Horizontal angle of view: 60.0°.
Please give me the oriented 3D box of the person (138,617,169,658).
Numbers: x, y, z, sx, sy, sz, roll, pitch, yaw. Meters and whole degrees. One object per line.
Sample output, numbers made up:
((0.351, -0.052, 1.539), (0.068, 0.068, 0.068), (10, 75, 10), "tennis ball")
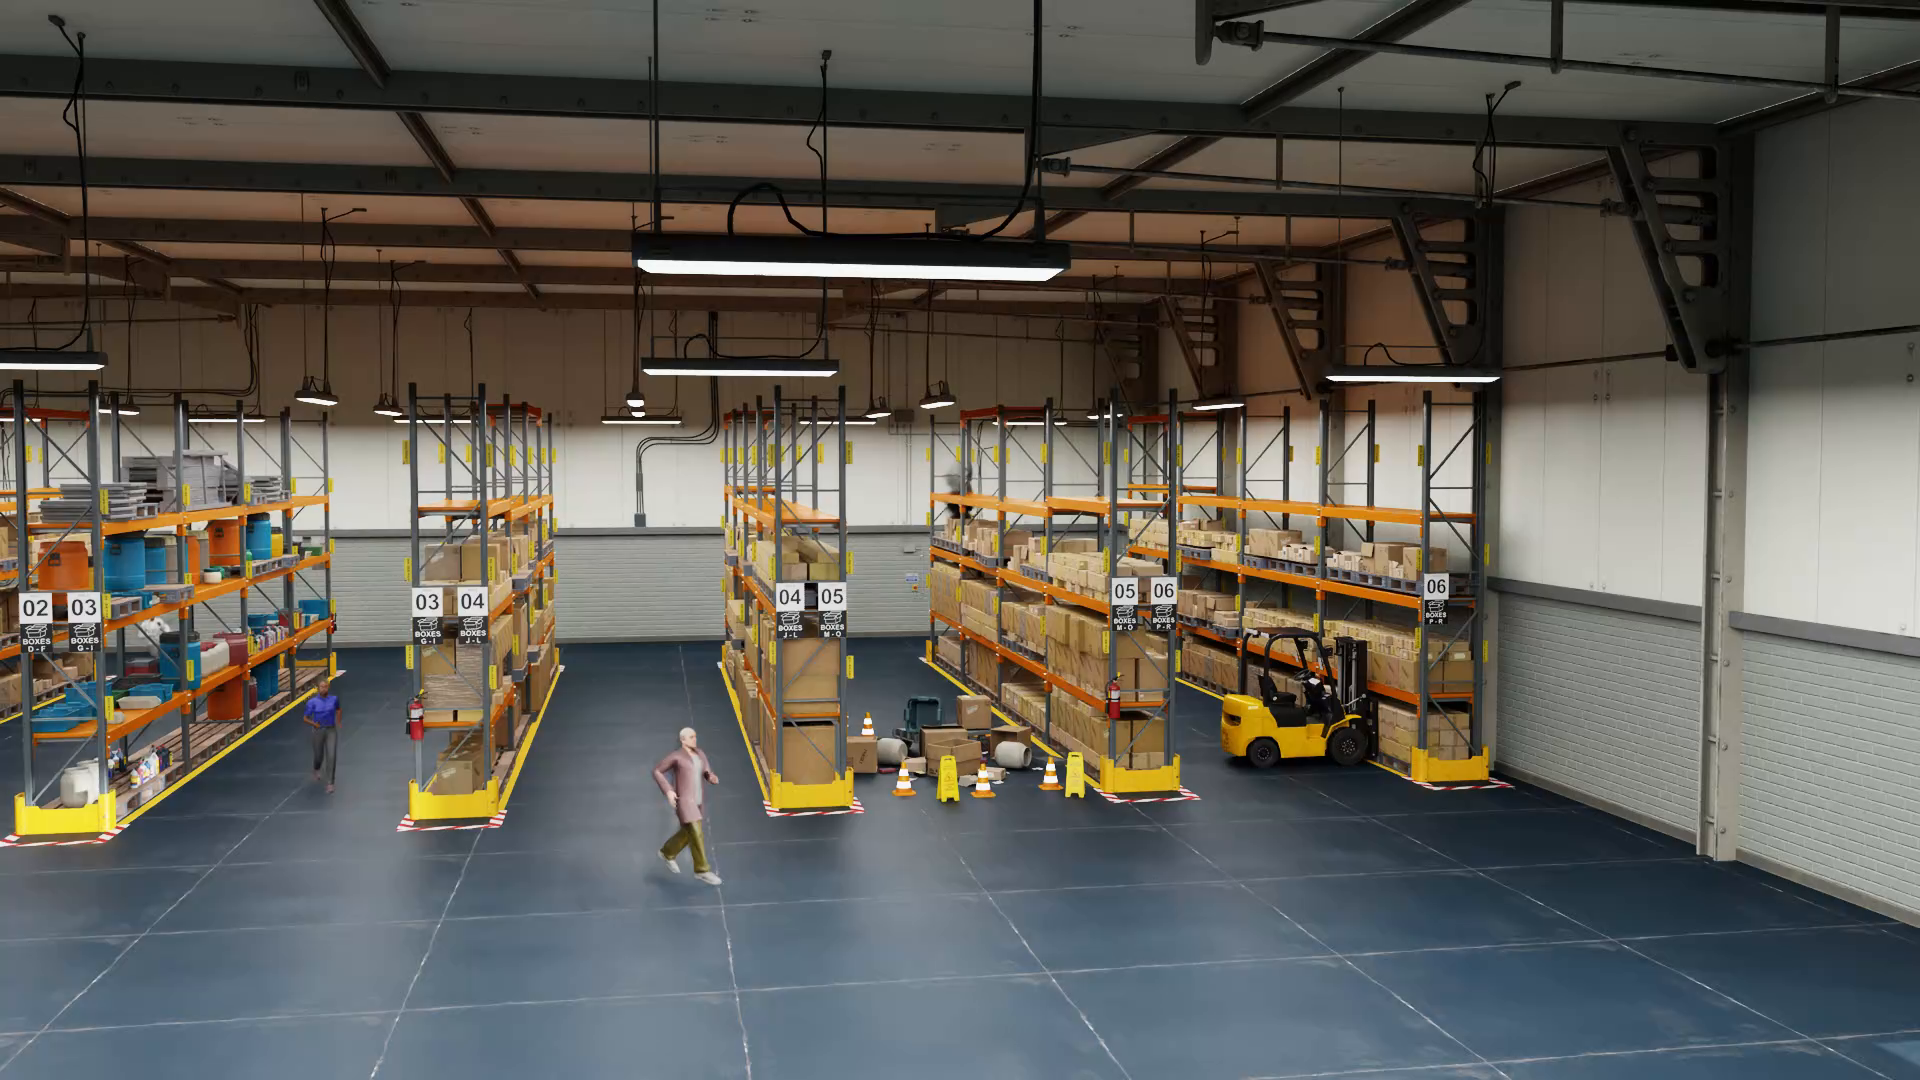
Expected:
((-17.795, 2.339, 36.710), (0.632, 1.648, 0.876), (-1, 3, -26), "person")

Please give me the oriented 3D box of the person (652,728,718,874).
((-3.215, 3.041, 19.548), (0.876, 1.680, 0.708), (2, 3, 30), "person")

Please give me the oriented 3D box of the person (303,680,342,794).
((-9.529, 2.916, 24.910), (0.583, 1.659, 0.898), (-2, 3, -30), "person")
